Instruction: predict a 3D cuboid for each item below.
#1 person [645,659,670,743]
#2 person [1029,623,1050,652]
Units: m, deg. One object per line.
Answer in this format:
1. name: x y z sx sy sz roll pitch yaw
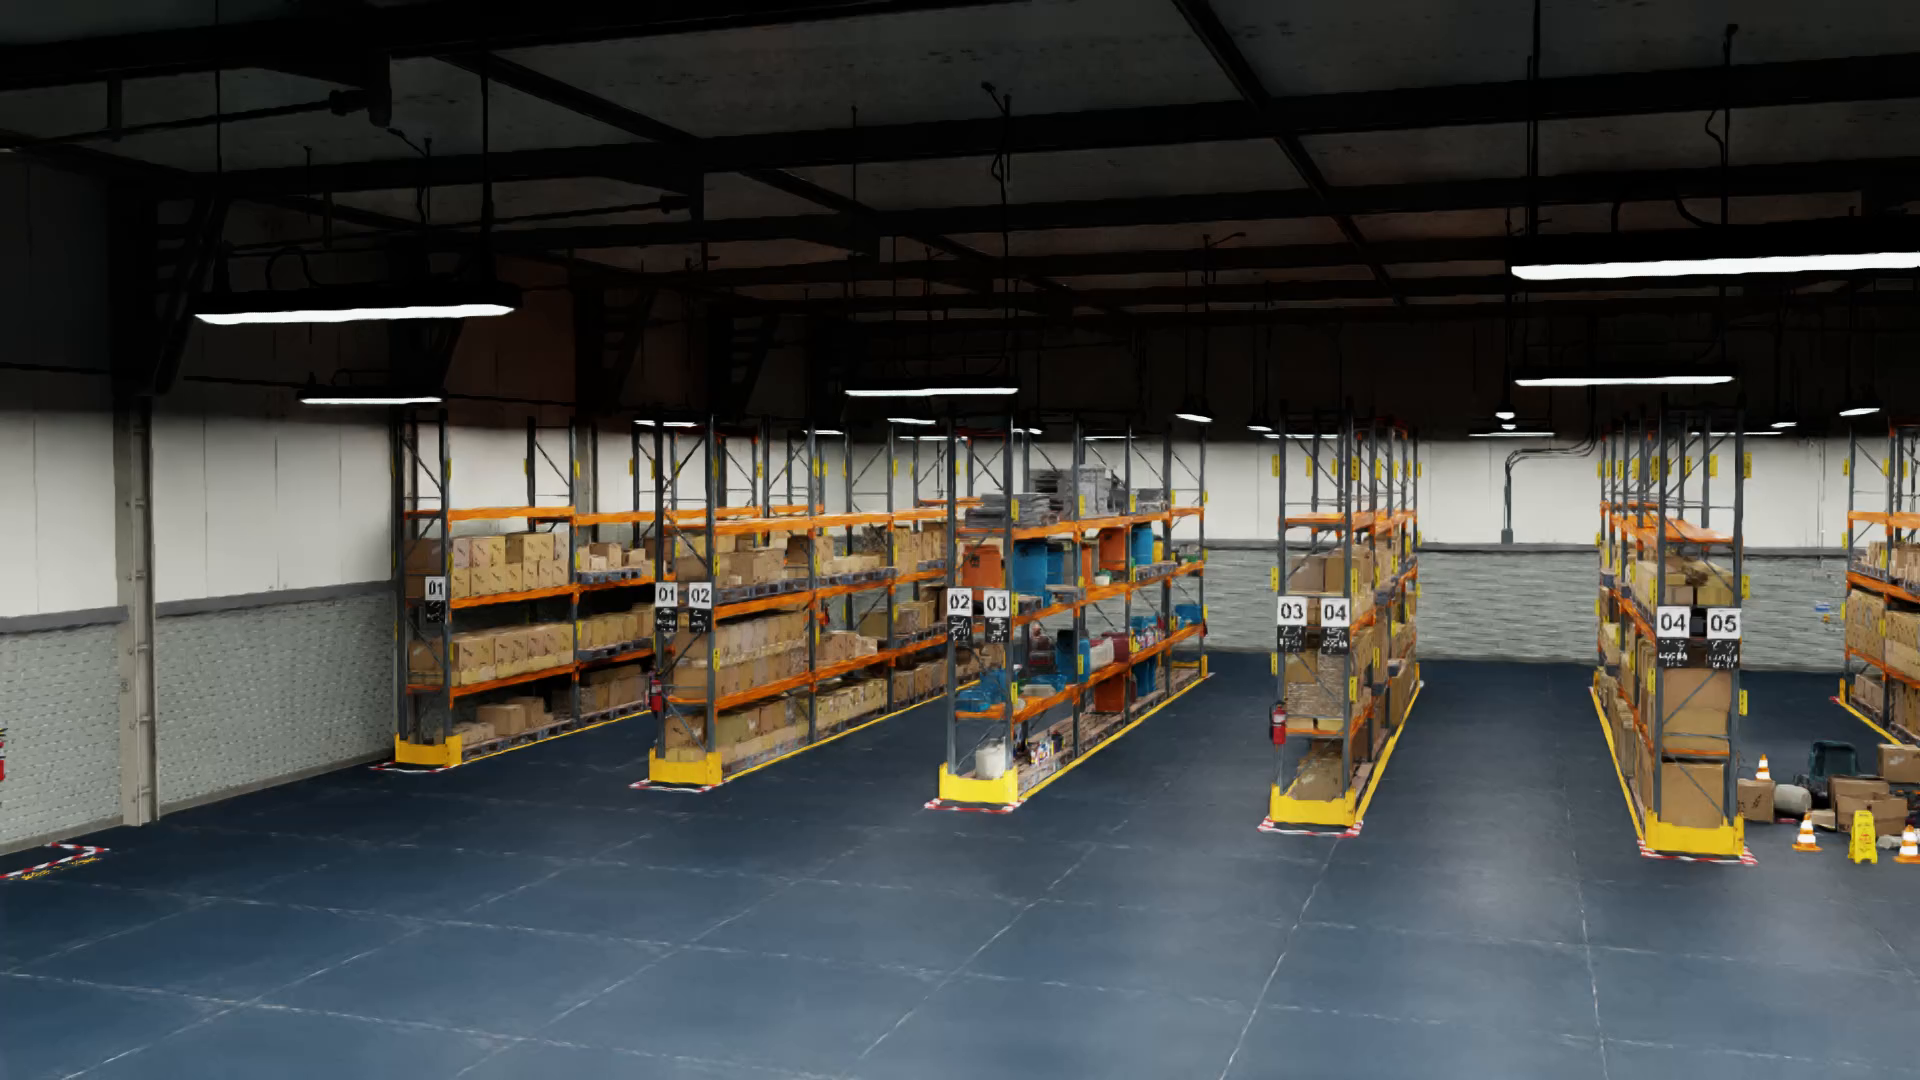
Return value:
1. person: -5.529 2.917 30.402 0.412 1.533 0.955 0 2 10
2. person: 1.638 2.613 35.470 0.588 1.700 1.193 1 3 17
